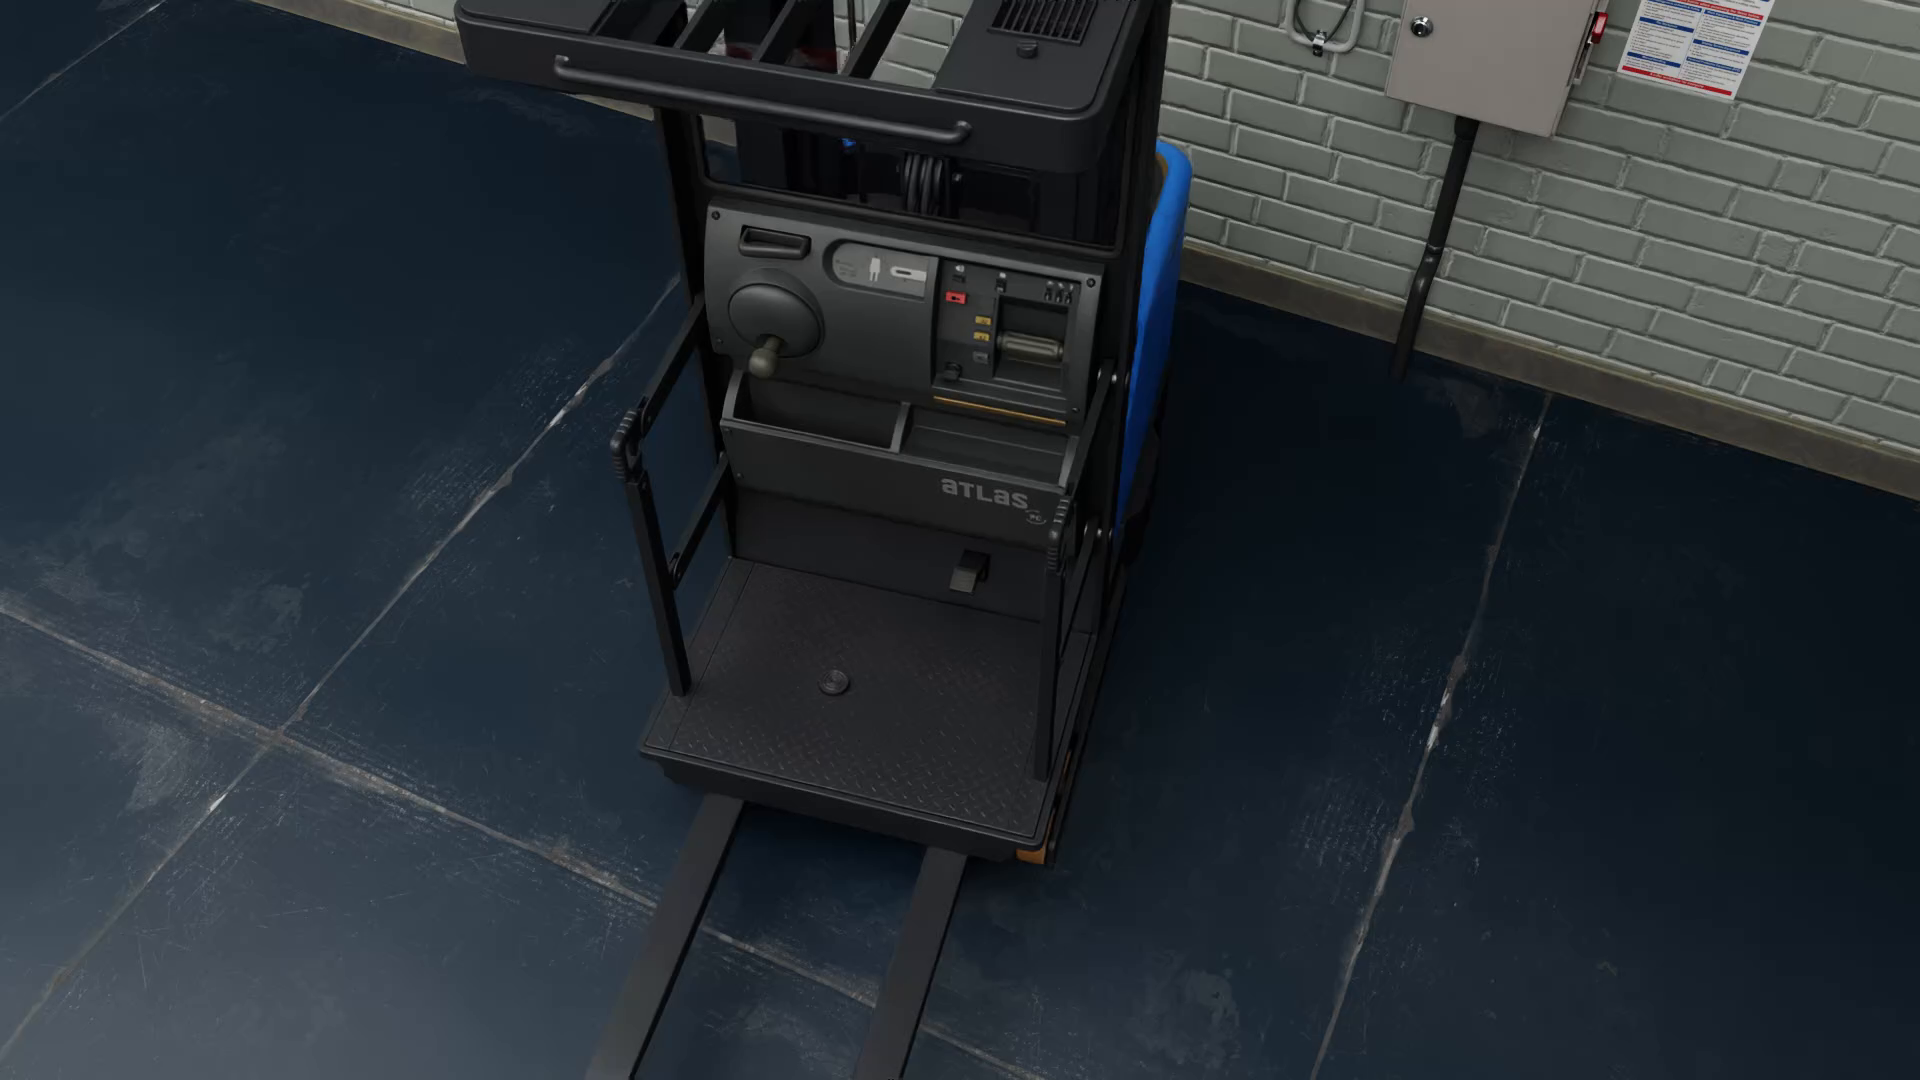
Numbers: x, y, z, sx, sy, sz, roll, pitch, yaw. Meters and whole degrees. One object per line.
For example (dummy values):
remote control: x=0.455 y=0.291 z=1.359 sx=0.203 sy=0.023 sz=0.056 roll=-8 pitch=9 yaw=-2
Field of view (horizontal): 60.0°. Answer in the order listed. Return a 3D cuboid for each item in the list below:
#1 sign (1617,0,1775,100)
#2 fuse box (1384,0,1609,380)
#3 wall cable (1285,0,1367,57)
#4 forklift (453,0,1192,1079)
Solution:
sign: x=2.052 y=-1.465 z=4.589 sx=0.329 sy=0.494 sz=0.001 roll=20 pitch=52 yaw=16
fuse box: x=1.517 y=-1.096 z=5.059 sx=0.539 sy=1.711 sz=0.414 roll=20 pitch=52 yaw=16
wall cable: x=0.967 y=-2.173 z=4.463 sx=0.588 sy=1.984 sz=0.122 roll=20 pitch=52 yaw=16
forklift: x=-0.196 y=-0.415 z=3.679 sx=1.130 sy=2.935 sz=3.031 roll=12 pitch=51 yaw=10
